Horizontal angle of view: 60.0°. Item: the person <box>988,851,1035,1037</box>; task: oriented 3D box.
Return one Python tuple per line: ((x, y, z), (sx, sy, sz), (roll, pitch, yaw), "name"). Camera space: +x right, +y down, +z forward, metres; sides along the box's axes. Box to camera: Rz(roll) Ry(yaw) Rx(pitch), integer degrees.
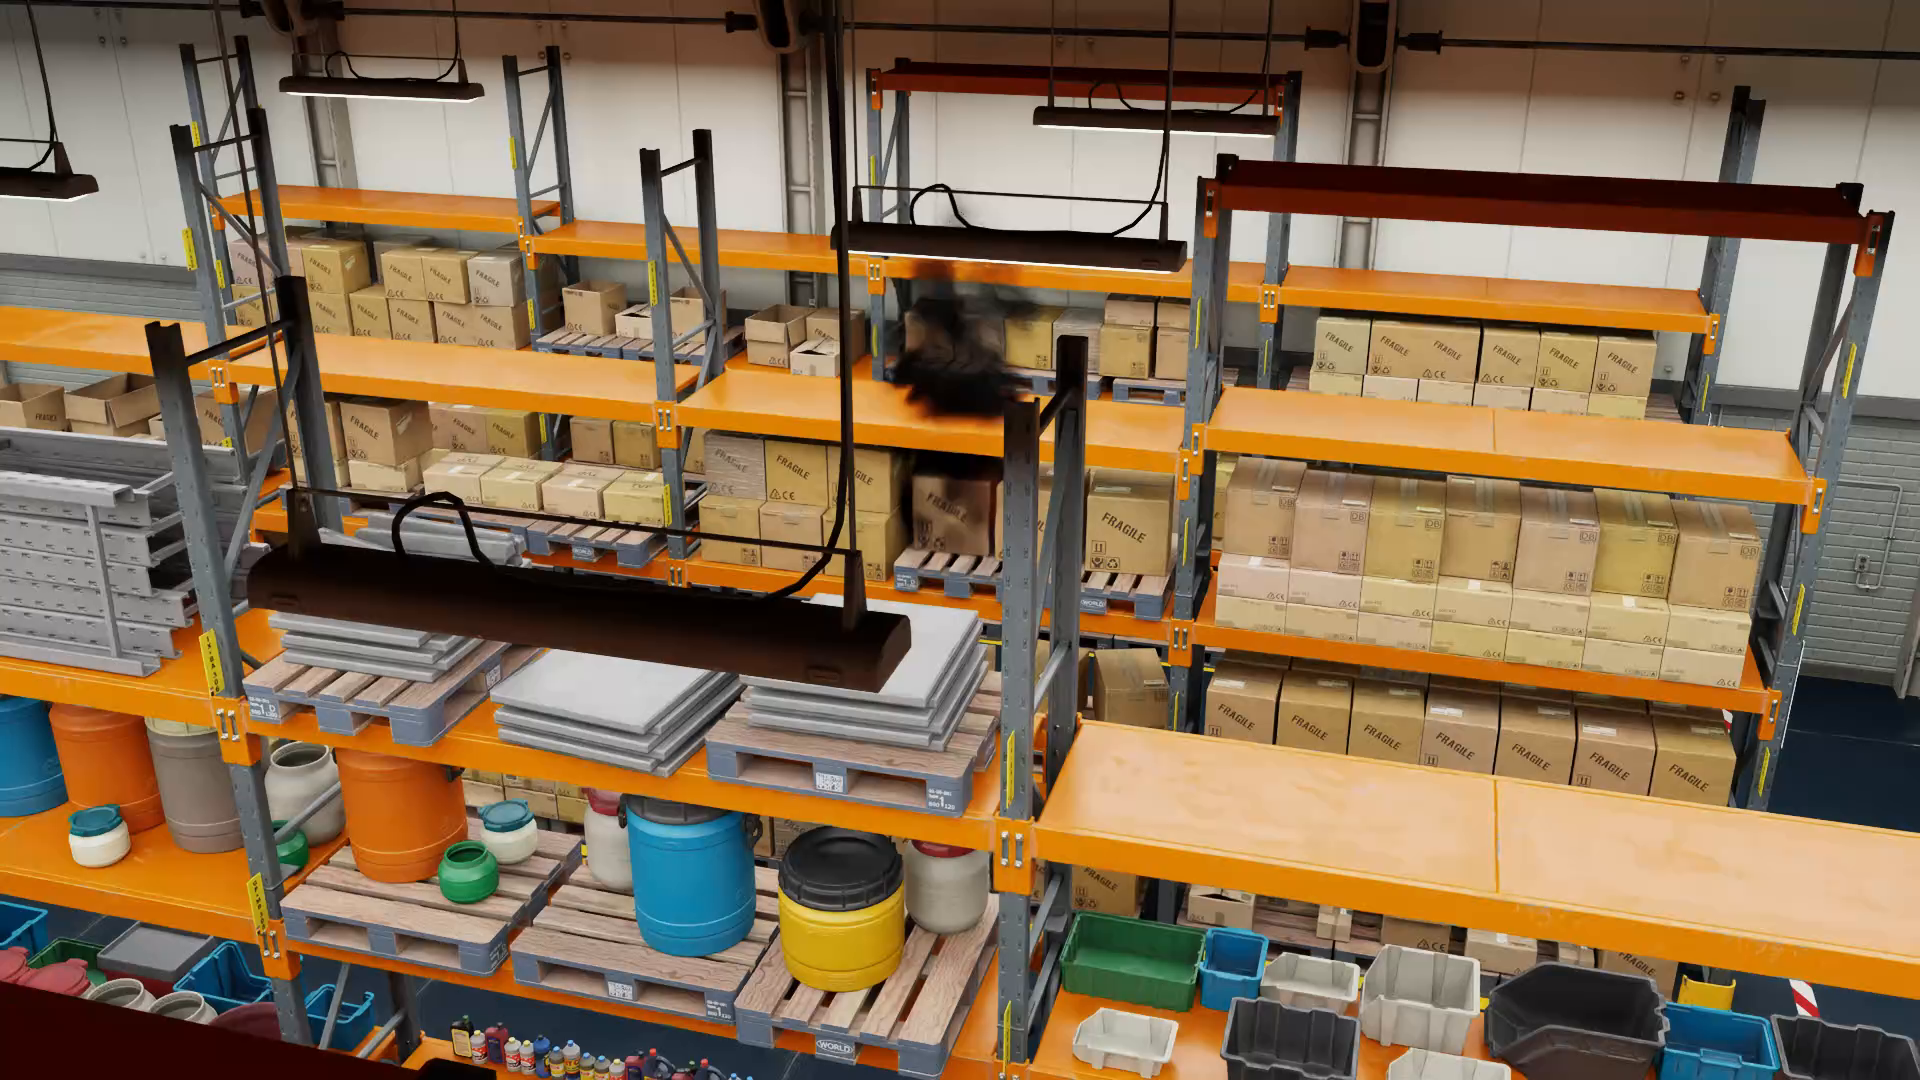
((0.087, 2.661, 11.332), (0.892, 1.756, 0.652), (3, 23, 7), "person")
